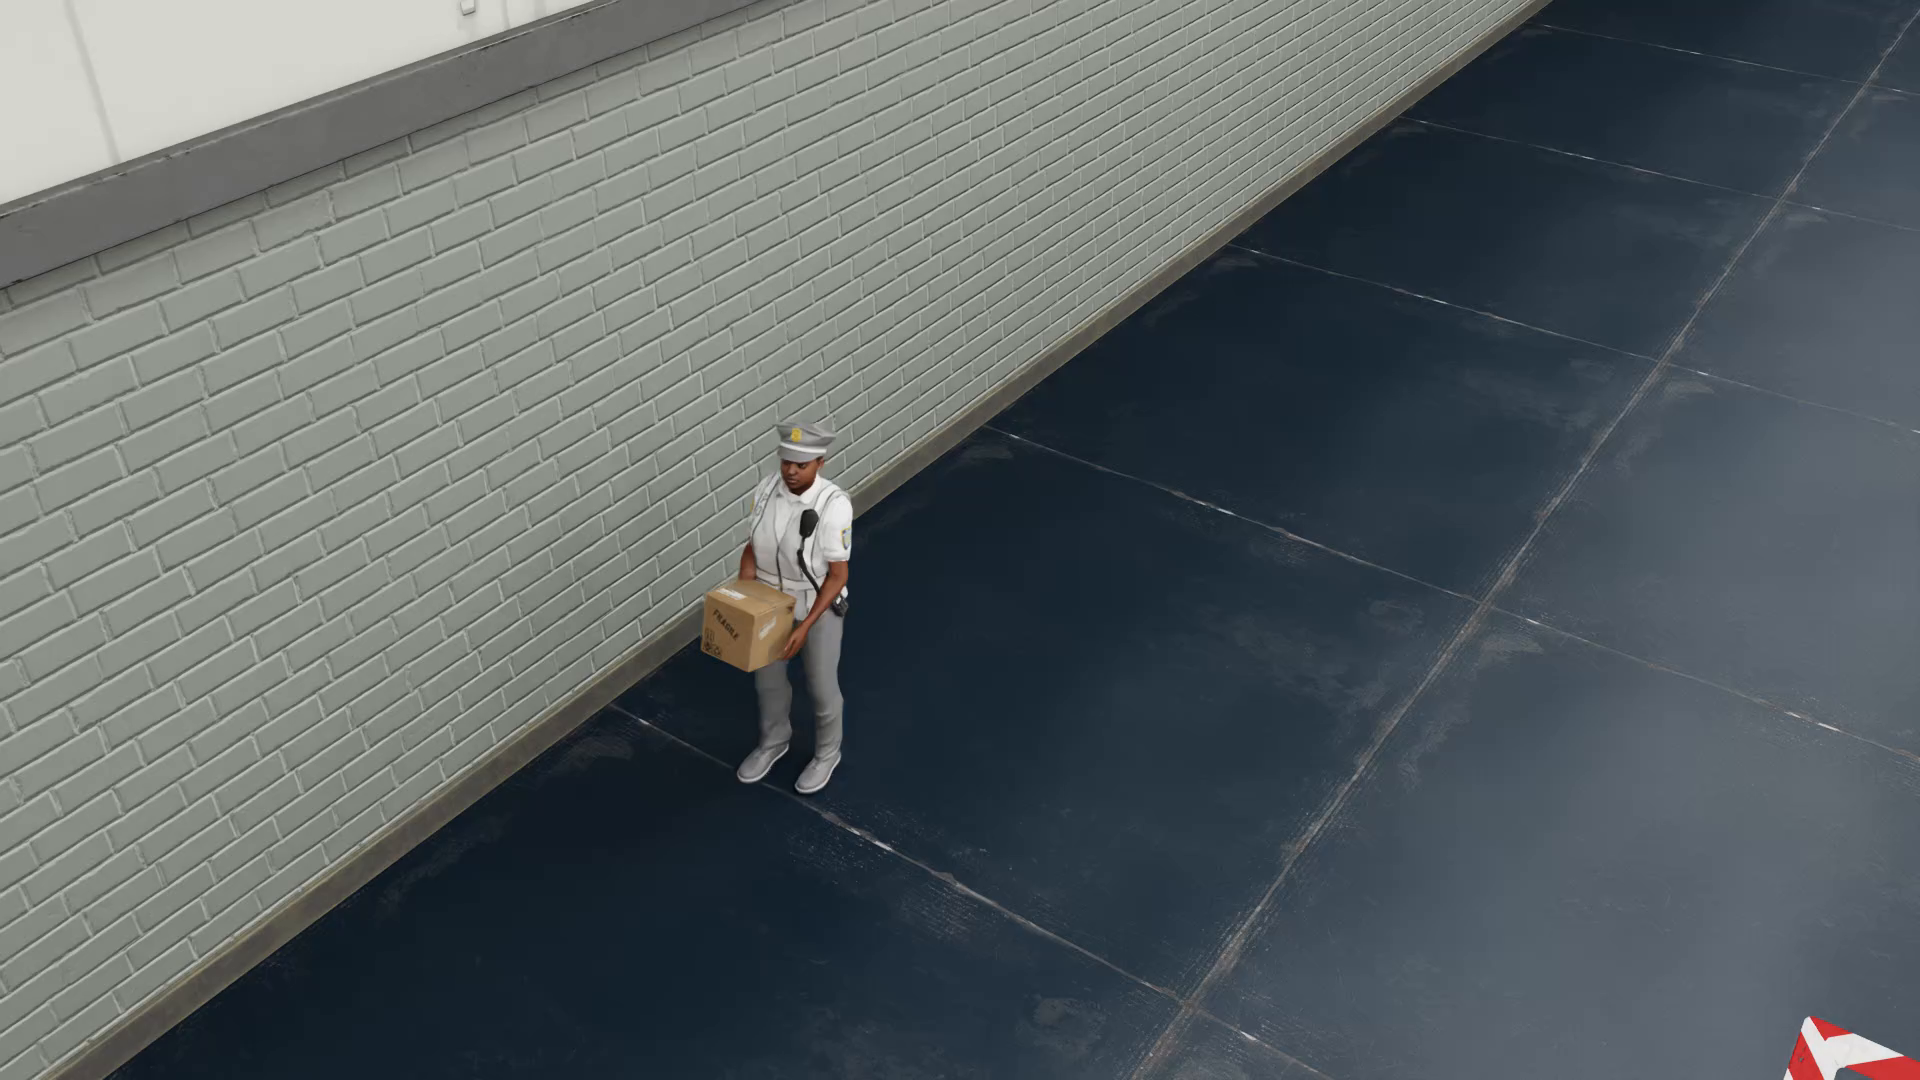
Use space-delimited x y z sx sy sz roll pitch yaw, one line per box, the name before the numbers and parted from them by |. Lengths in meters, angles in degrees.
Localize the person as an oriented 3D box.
person | -0.679 0.294 6.686 0.491 1.702 0.519 15 37 20
